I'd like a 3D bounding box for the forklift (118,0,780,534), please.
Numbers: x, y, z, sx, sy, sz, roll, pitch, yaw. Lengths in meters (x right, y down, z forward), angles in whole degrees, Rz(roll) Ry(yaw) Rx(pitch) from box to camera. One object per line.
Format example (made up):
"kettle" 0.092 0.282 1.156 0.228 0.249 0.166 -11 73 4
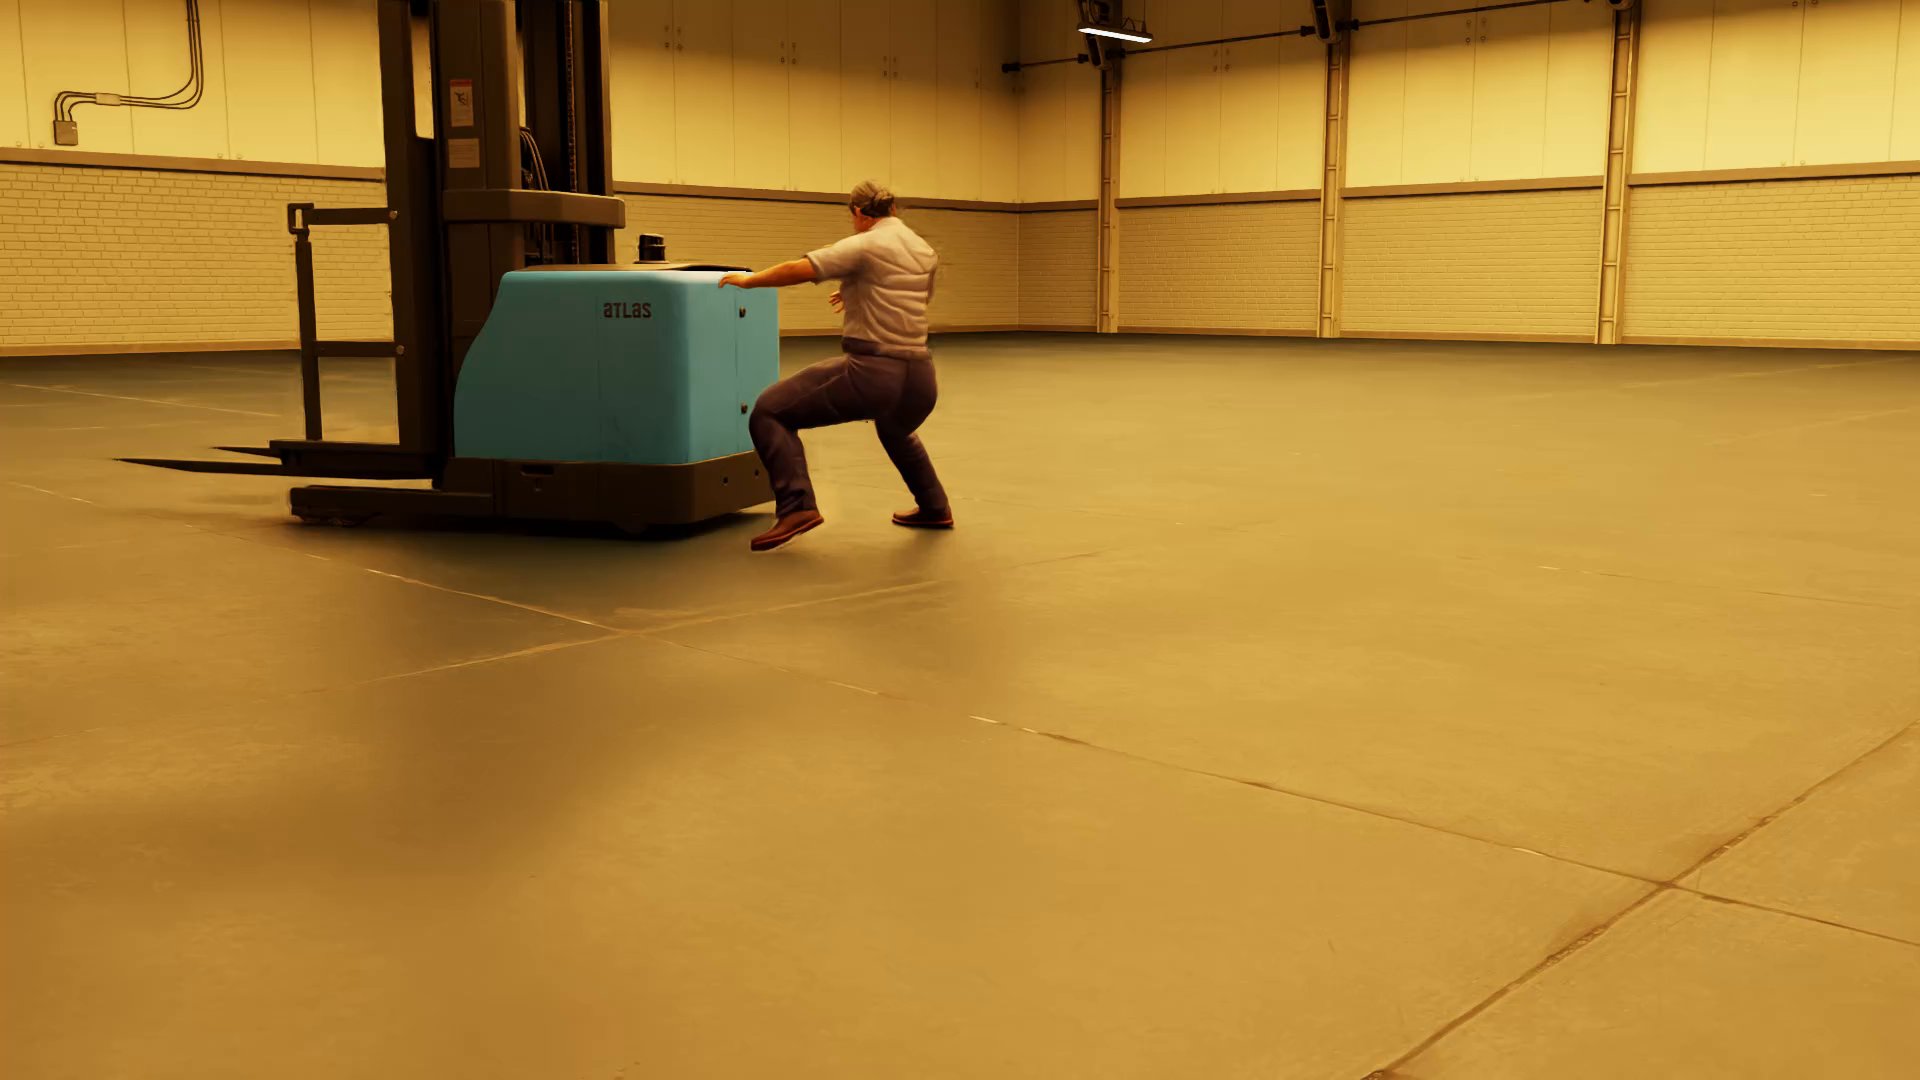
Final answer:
"forklift" -2.367 -1.580 7.365 3.031 2.935 1.130 3 9 18

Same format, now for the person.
"person" -0.426 -0.699 6.610 1.113 1.414 0.661 -8 12 -42
